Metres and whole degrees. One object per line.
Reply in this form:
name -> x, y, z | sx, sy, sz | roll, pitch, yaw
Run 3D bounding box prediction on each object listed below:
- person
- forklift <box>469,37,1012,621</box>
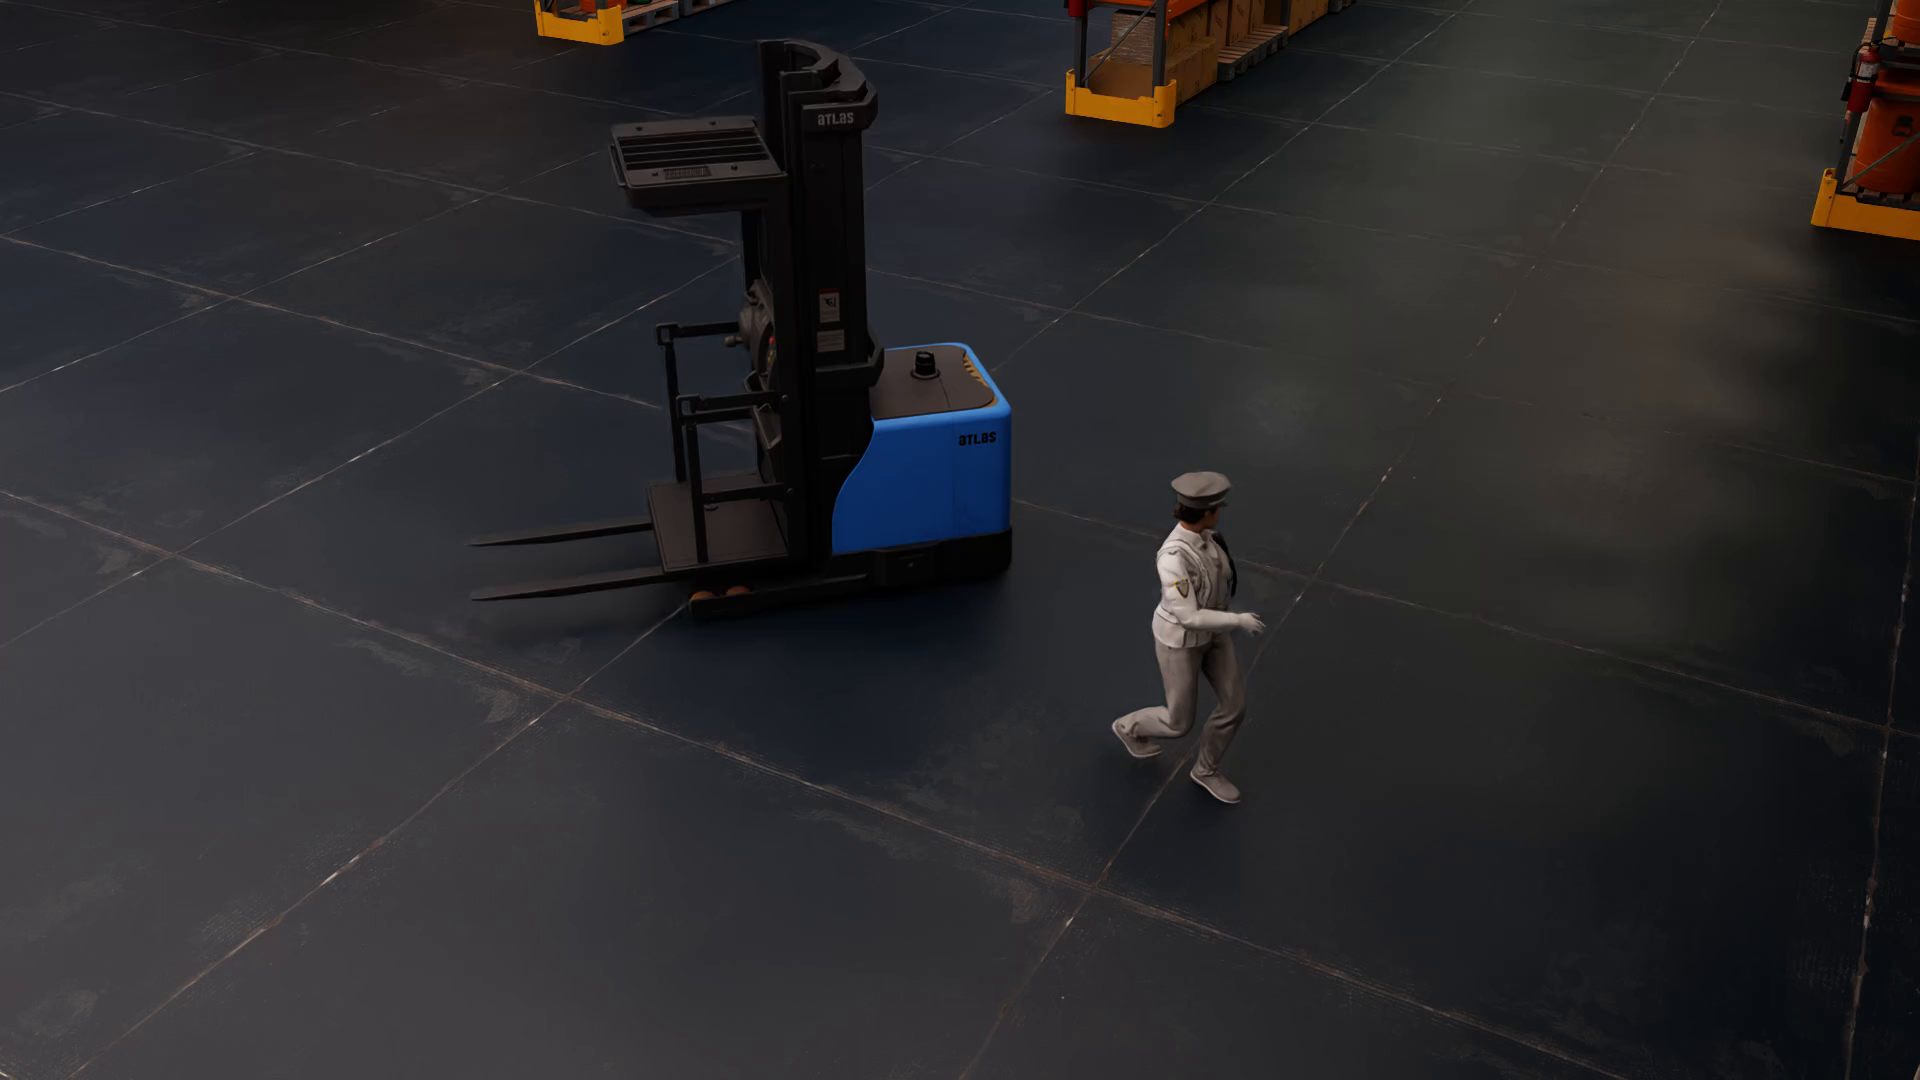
person -> 1.081, 0.428, 7.689 | 0.559, 1.597, 0.710 | -25, 38, -36
forklift -> -1.275, -1.111, 8.996 | 3.031, 2.935, 1.130 | -8, 31, -13
